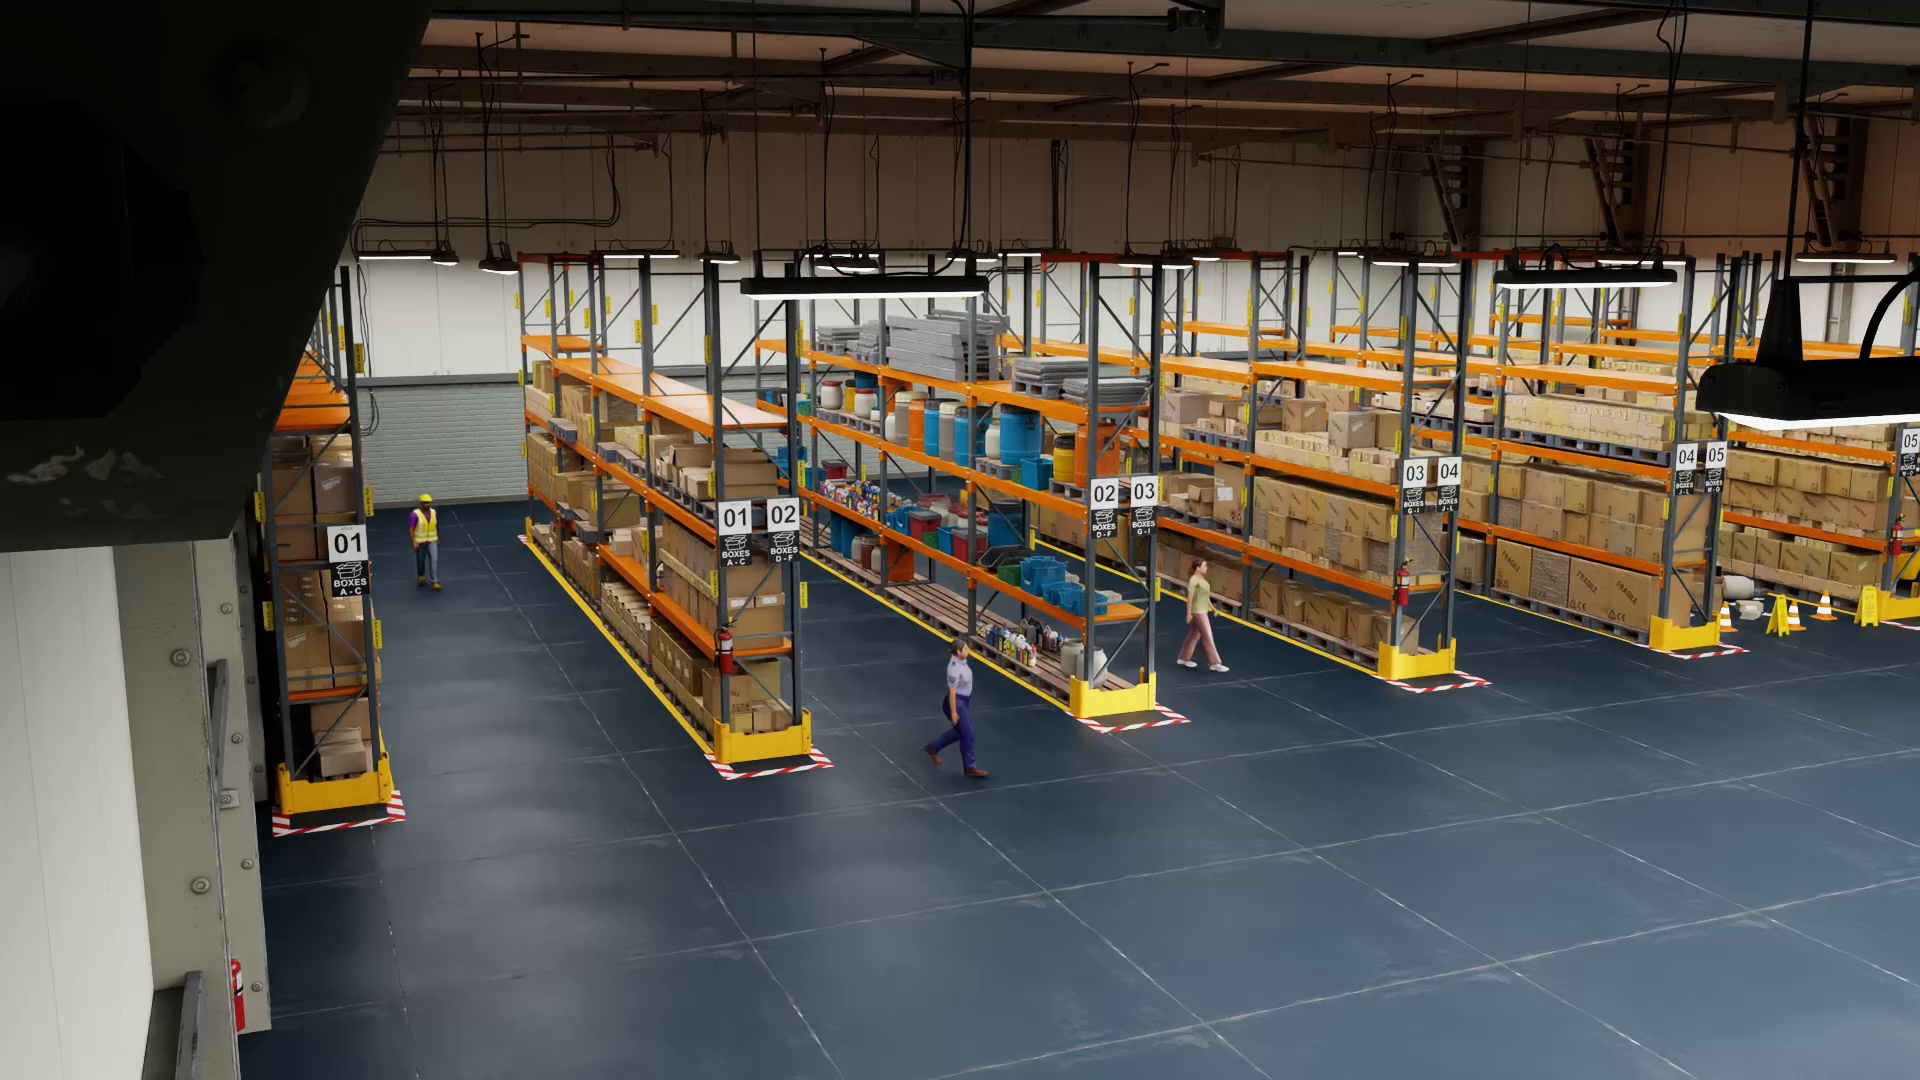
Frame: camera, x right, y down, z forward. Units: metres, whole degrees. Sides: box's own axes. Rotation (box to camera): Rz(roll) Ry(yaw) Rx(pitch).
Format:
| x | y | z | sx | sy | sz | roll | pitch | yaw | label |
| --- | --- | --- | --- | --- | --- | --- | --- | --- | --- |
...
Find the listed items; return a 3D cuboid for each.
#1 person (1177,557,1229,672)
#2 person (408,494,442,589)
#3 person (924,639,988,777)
| x | y | z | sx | sy | sz | roll | pitch | yaw | label |
| --- | --- | --- | --- | --- | --- | --- | --- | --- | --- |
| 3.610 | 1.078 | 24.480 | 0.820 | 1.647 | 0.514 | 4 | 11 | 19 | person |
| -9.702 | 0.017 | 30.158 | 0.564 | 1.712 | 1.093 | -5 | 12 | -25 | person |
| -0.044 | 1.958 | 19.761 | 0.803 | 1.617 | 0.529 | 2 | 10 | 8 | person |
